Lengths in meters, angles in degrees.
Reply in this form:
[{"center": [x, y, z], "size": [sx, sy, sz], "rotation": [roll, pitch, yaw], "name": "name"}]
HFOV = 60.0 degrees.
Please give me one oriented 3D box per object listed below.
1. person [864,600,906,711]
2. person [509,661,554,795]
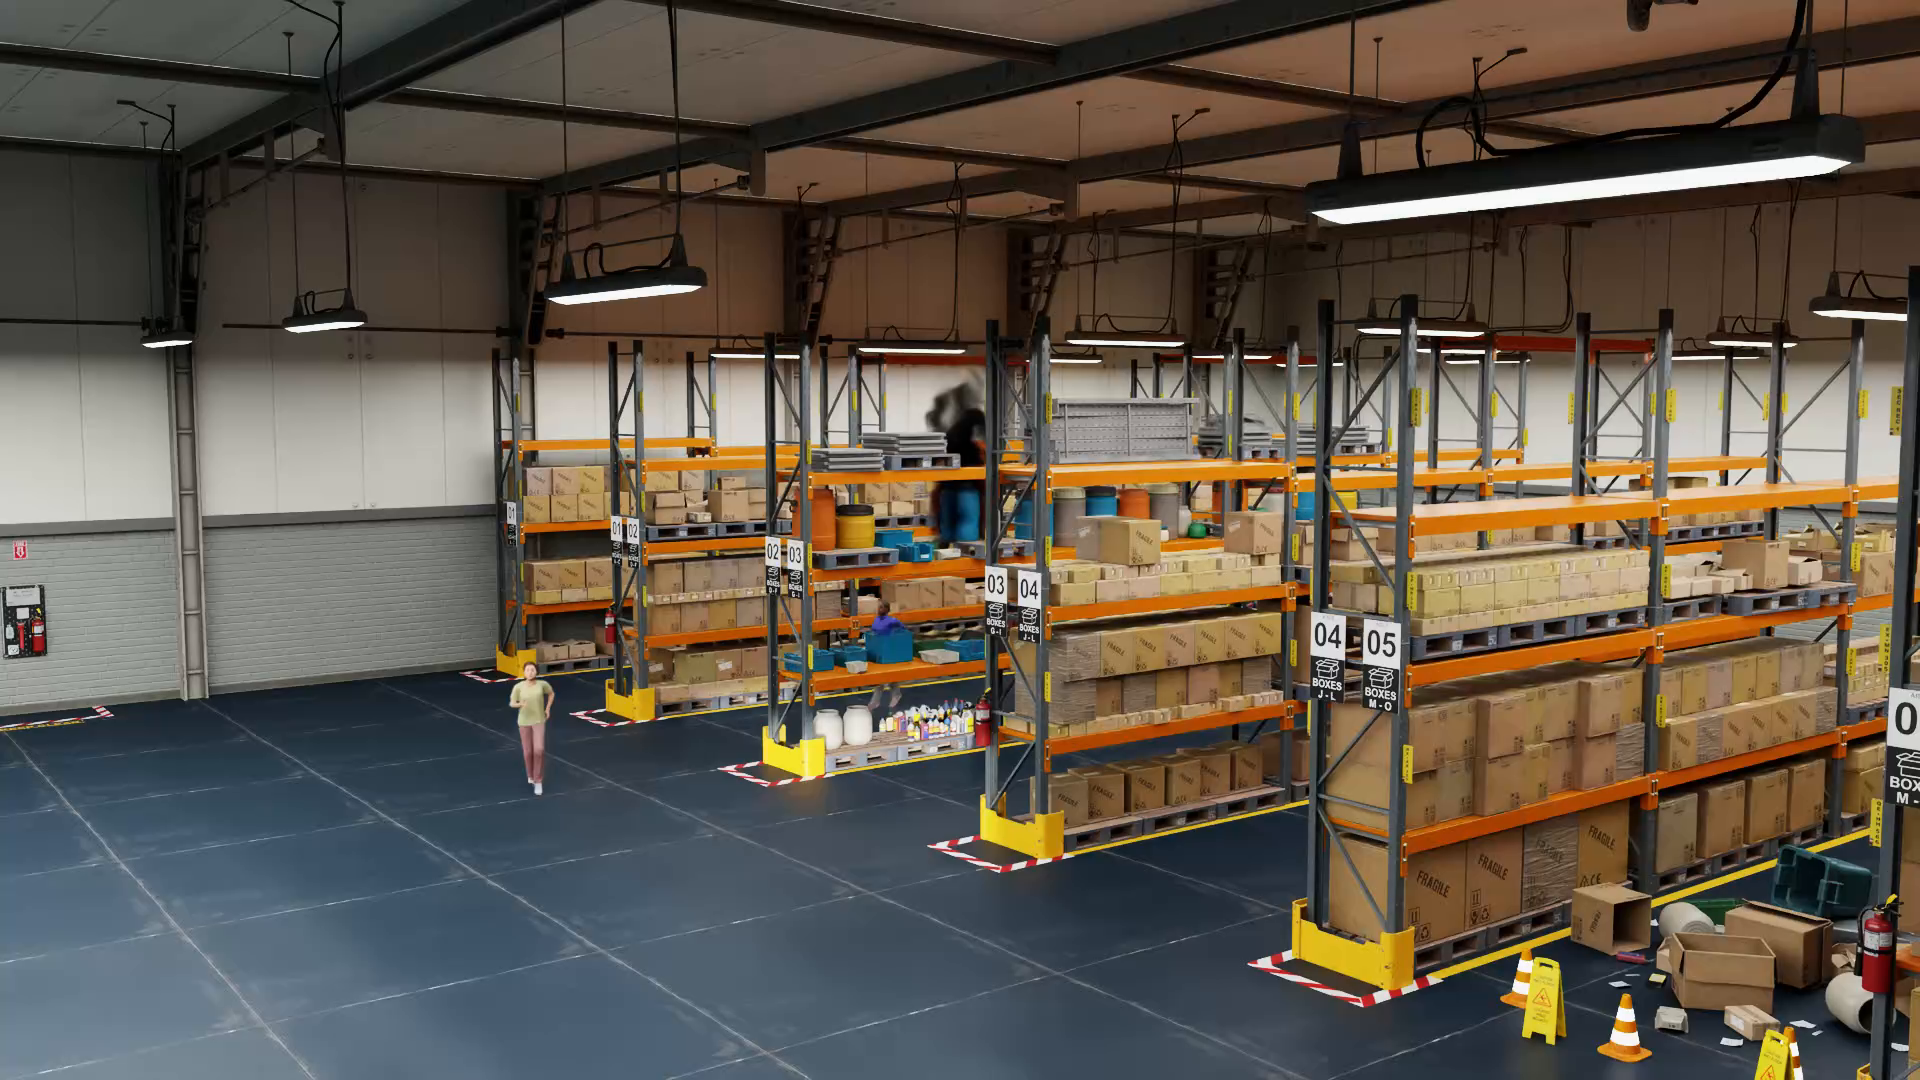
[{"center": [-1.196, 1.786, 25.633], "size": [0.842, 1.695, 0.575], "rotation": [-5, 7, -43], "name": "person"}, {"center": [-5.575, 2.428, 21.663], "size": [0.559, 1.716, 0.698], "rotation": [-1, 5, -10], "name": "person"}]
